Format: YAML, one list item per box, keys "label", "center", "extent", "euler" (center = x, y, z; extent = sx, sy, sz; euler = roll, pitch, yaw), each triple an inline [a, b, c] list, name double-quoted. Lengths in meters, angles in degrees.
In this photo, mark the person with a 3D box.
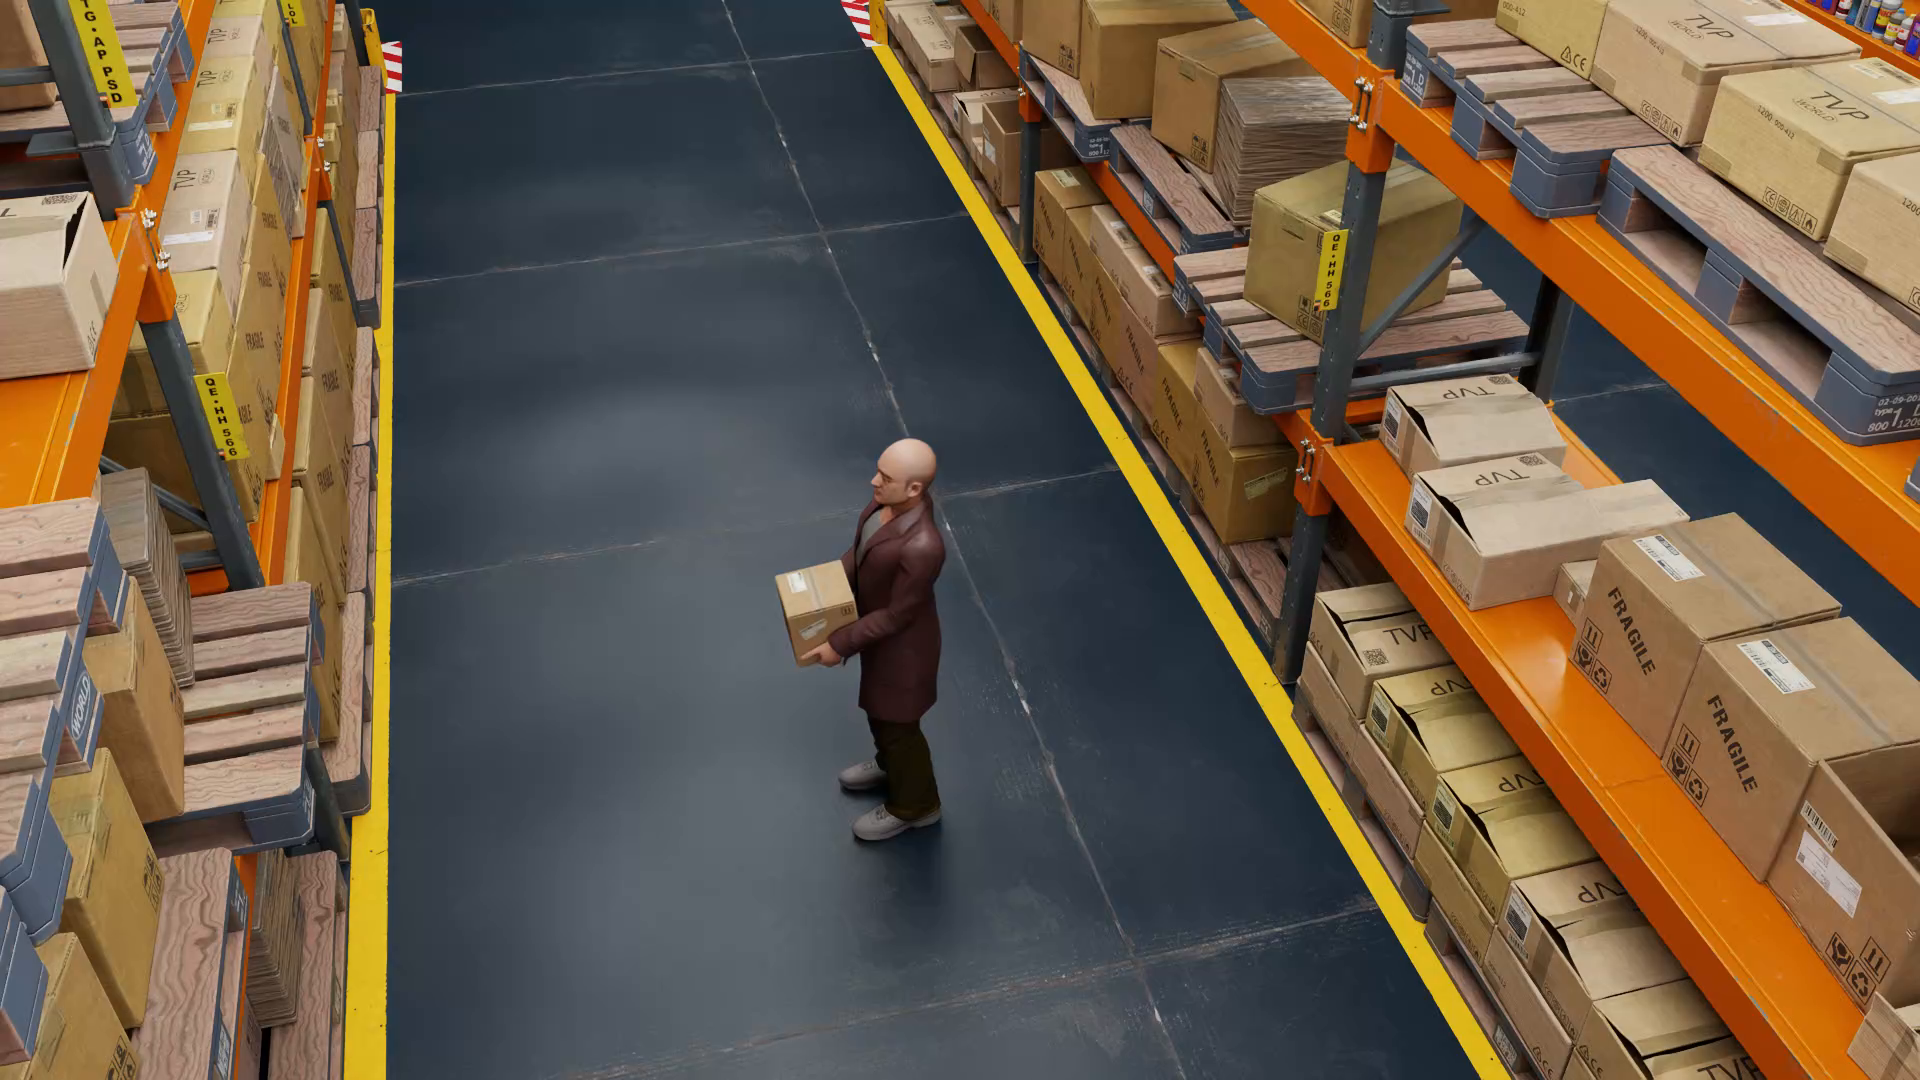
- label: "person"
  center: [-0.343, 0.385, 6.229]
  extent: [0.554, 1.774, 0.533]
  euler: [-9, 39, -12]
